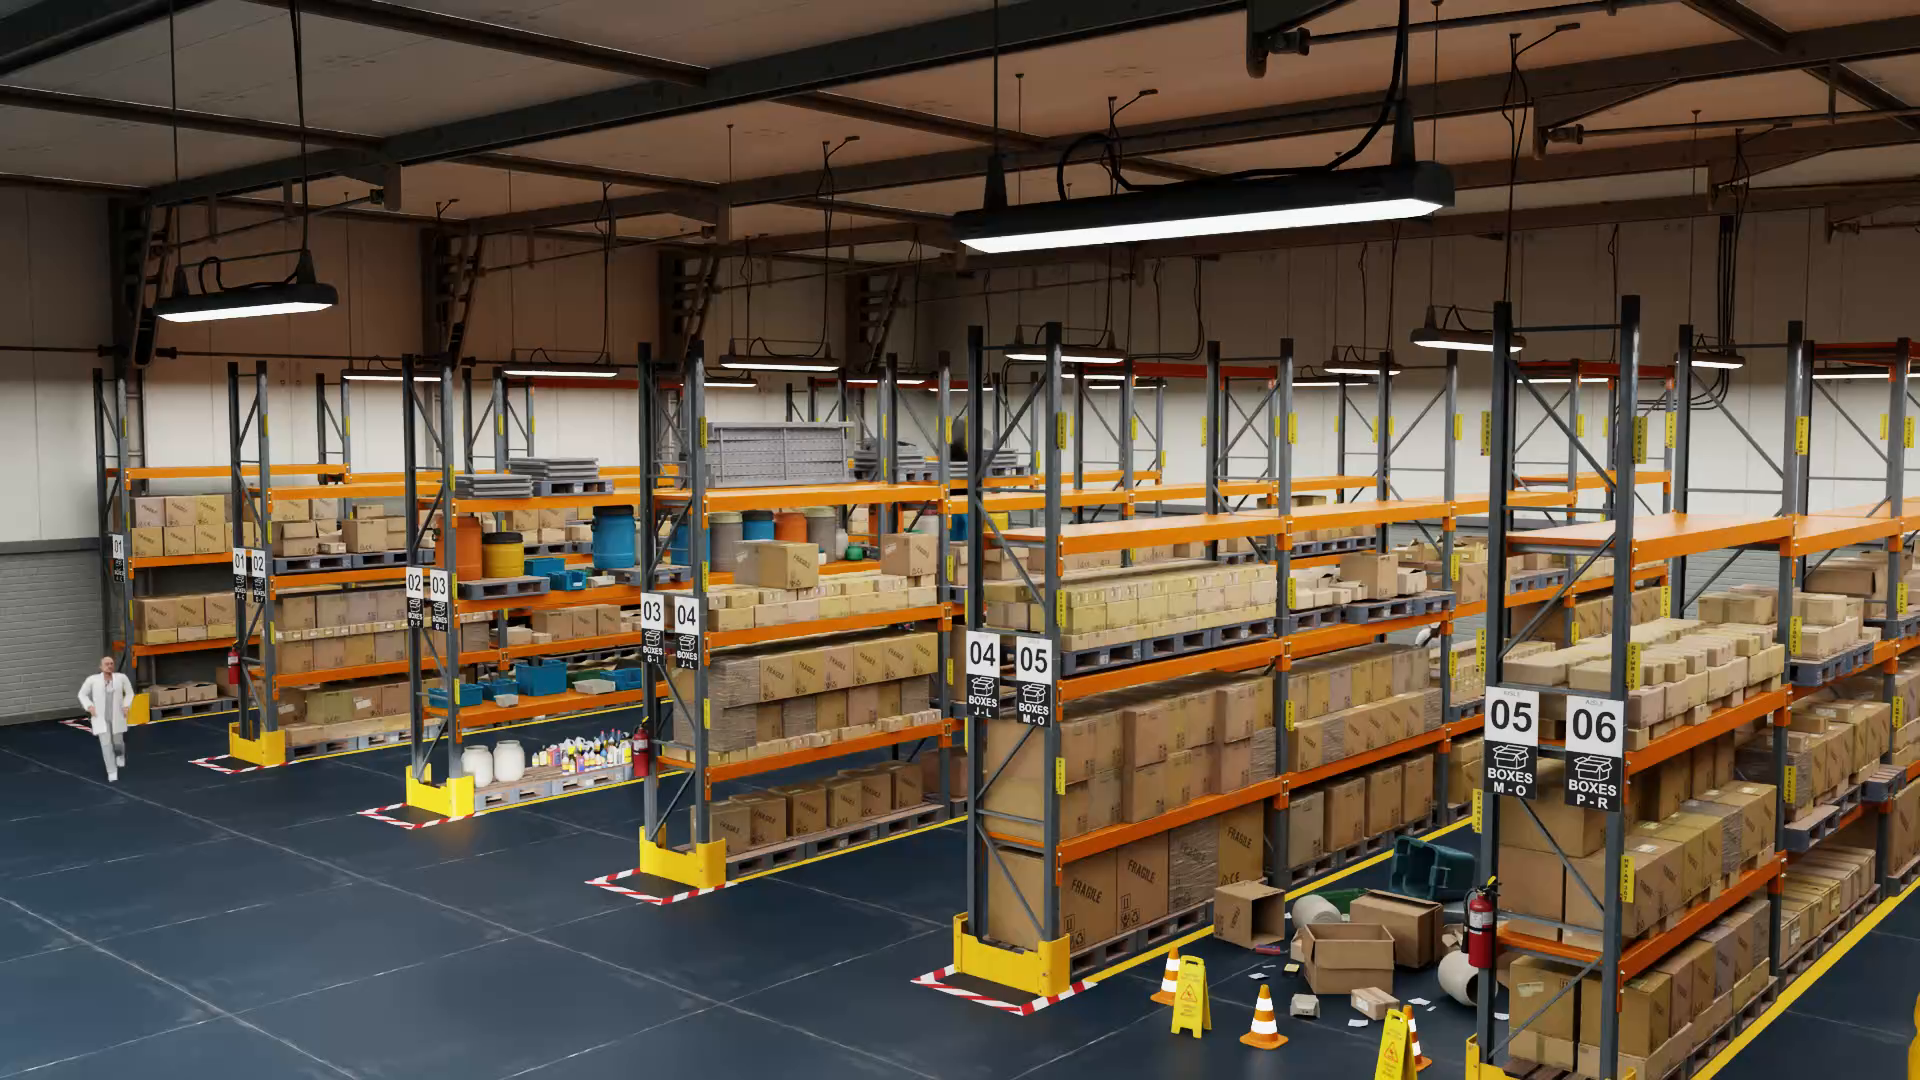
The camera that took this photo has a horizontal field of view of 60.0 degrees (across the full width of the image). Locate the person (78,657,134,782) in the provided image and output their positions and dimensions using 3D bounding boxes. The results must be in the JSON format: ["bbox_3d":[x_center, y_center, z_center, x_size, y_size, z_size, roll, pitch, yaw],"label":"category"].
[{"bbox_3d":[-12.238,2.548,23.859,0.717,1.759,0.727,-3,5,-31],"label":"person"}]

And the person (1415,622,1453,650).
[{"bbox_3d":[8.657,2.156,30.404,0.729,1.562,0.984,0,4,-3],"label":"person"}]
